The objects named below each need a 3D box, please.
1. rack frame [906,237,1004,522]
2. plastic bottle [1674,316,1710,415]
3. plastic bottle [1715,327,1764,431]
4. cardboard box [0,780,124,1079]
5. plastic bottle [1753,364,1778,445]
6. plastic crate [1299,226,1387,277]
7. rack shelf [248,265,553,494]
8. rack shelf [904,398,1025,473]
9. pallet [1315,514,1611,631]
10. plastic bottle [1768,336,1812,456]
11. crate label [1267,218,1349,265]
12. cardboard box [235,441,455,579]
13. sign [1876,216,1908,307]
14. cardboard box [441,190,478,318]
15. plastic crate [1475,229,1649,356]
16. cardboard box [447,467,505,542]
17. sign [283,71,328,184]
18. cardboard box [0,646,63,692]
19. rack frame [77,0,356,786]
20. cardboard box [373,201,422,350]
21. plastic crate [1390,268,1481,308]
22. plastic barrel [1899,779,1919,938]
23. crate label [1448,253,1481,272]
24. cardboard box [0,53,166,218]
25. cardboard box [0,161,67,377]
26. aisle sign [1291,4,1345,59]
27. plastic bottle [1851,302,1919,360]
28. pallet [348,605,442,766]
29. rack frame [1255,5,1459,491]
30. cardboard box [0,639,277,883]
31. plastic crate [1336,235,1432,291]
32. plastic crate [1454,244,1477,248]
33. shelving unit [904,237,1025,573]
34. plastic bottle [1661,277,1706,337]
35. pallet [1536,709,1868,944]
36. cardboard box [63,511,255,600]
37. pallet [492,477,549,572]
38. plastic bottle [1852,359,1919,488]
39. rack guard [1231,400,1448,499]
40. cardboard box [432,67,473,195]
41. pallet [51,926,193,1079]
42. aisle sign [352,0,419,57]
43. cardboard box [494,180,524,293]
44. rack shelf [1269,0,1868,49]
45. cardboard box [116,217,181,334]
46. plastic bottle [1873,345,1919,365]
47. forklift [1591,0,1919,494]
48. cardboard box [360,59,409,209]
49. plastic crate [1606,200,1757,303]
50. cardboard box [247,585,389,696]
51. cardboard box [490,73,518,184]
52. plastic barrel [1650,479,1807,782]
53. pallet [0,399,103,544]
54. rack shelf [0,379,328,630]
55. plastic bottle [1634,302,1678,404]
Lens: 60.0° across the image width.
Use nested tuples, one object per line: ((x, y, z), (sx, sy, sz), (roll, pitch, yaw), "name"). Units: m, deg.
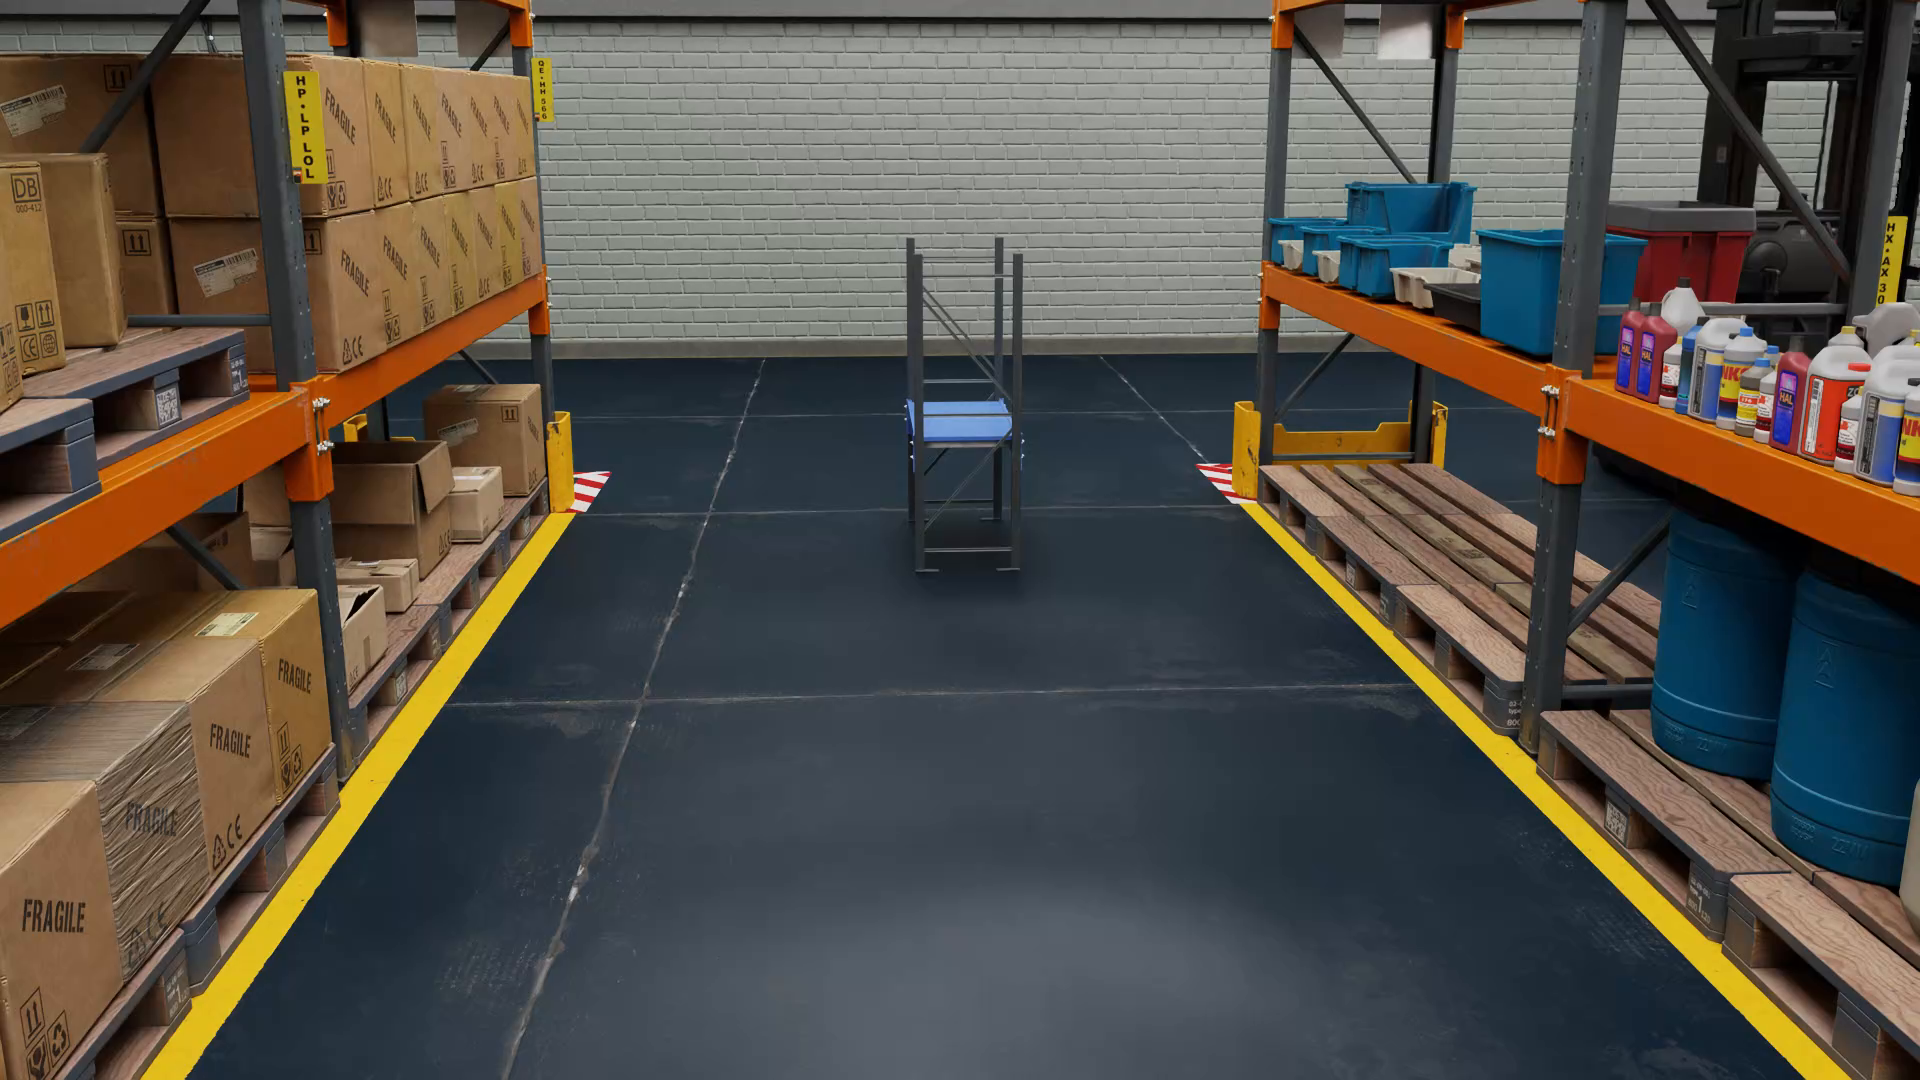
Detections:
((-0.026, -0.832, 8.748), (0.500, 1.500, 0.032), (-1, 14, -3), "rack frame")
((2.074, -0.490, 4.670), (0.097, 0.271, 0.097), (0, 14, 0), "plastic bottle")
((2.088, -0.433, 4.446), (0.097, 0.271, 0.097), (0, 14, 0), "plastic bottle")
((-2.104, 0.829, 3.417), (0.500, 0.500, 0.500), (-1, 14, -5), "cardboard box")
((2.100, -0.350, 4.267), (0.097, 0.201, 0.097), (0, 14, 0), "plastic bottle")
((1.917, -1.449, 8.353), (0.416, 0.233, 0.300), (-1, 14, -3), "plastic crate")
((-2.631, -0.810, 7.097), (1.077, 0.370, 4.000), (-1, 14, -3), "rack shelf")
((0.005, -0.531, 8.302), (0.538, 0.185, 1.000), (-1, 14, -3), "rack shelf")
((2.274, 0.128, 7.606), (1.003, 0.211, 1.213), (-1, 14, -3), "pallet")
((2.089, -0.361, 4.144), (0.061, 0.283, 0.133), (-1, 14, -3), "plastic bottle")
((1.876, -1.612, 8.989), (0.416, 0.233, 0.303), (-1, 14, -3), "crate label")
((-2.628, -0.132, 7.146), (0.797, 0.503, 0.637), (-1, 14, -3), "cardboard box")
((2.986, -0.878, 5.365), (0.100, 0.325, 0.005), (-1, 14, -3), "sign")
((-2.363, -1.218, 7.041), (0.500, 0.500, 0.500), (-1, 14, -4), "cardboard box")
((2.068, -0.868, 5.793), (0.392, 0.384, 0.575), (-1, 14, -3), "plastic crate")
((-2.446, -0.169, 7.798), (0.500, 0.250, 0.500), (-1, 14, -3), "cardboard box")
((-1.953, -1.231, 4.967), (0.100, 0.325, 0.005), (-1, 14, -3), "sign")
((-2.676, 0.593, 4.334), (0.500, 0.500, 0.500), (-1, 14, -3), "cardboard box")
((-2.507, -0.661, 5.074), (1.000, 3.000, 0.127), (-1, 14, -3), "rack frame")
((-2.301, -0.967, 6.065), (0.500, 0.500, 0.500), (-1, 14, -2), "cardboard box")
((2.029, -1.066, 7.058), (0.293, 0.136, 0.466), (-1, 14, -3), "plastic crate")
((2.443, 0.719, 3.863), (0.421, 0.512, 0.421), (0, 14, 0), "plastic barrel")
((2.466, -1.291, 7.933), (0.396, 0.136, 0.243), (-1, 14, -3), "crate label")
((-2.797, -1.315, 5.410), (0.500, 0.500, 0.500), (-1, 14, -3), "cardboard box")
((-2.595, -0.621, 3.877), (0.700, 0.500, 0.500), (1, 14, 5), "cardboard box")
((1.888, -3.003, 8.962), (0.394, 0.787, 0.004), (-1, 14, -3), "aisle sign")
((2.784, -0.583, 5.022), (0.152, 0.276, 0.135), (-1, 14, -3), "plastic bottle")
((-2.549, 0.519, 6.086), (1.003, 0.211, 1.213), (-1, 14, -3), "pallet")
((2.189, -1.731, 9.234), (1.000, 3.000, 0.127), (-1, 14, -3), "rack frame")
((-2.168, 0.578, 4.393), (0.500, 0.500, 0.500), (-1, 14, -3), "cardboard box")
((1.958, -1.285, 7.716), (0.416, 0.233, 0.300), (-1, 14, -3), "plastic crate")
((2.421, -1.432, 8.482), (0.396, 0.136, 0.243), (-1, 14, -3), "plastic crate")
((0.005, -0.705, 8.257), (0.538, 1.500, 1.048), (-1, 14, -3), "shelving unit")
((2.138, -0.610, 4.975), (0.144, 0.351, 0.185), (-1, 14, -3), "plastic bottle")
((2.443, 0.807, 4.967), (1.003, 0.211, 1.213), (-1, 14, -3), "pallet")
((-2.825, 0.200, 5.865), (0.500, 0.500, 0.500), (-1, 14, -3), "cardboard box")
((-2.700, -0.088, 8.444), (1.003, 0.211, 1.213), (-1, 14, -3), "pallet")
((2.157, -0.267, 3.794), (0.152, 0.276, 0.135), (-1, 14, -3), "plastic bottle")
((2.175, -0.526, 9.568), (1.175, 0.500, 0.348), (-1, 14, -3), "rack guard")
((-2.352, -1.699, 6.904), (0.500, 0.500, 0.500), (0, 14, -2), "cardboard box")
((-2.340, 1.196, 3.456), (1.003, 0.211, 1.213), (-1, 14, -3), "pallet")
((-3.052, -2.927, 8.665), (0.394, 0.787, 0.004), (-1, 14, -3), "aisle sign")
((-2.420, -1.468, 8.010), (0.500, 0.500, 0.500), (-1, 14, -3), "cardboard box")
((2.313, -2.338, 7.017), (1.077, 0.370, 4.000), (-1, 14, -3), "rack shelf")
((-2.794, -0.829, 5.530), (0.500, 0.500, 0.500), (-1, 14, -3), "cardboard box")
((2.295, -0.327, 4.027), (0.152, 0.276, 0.135), (-1, 14, -3), "plastic bottle")
((4.546, -1.534, 8.606), (1.130, 2.935, 3.031), (-1, 14, -4), "forklift")
((-2.288, -1.443, 5.908), (0.500, 0.500, 0.500), (-1, 14, -5), "cardboard box")
((2.632, -1.022, 6.230), (0.402, 0.464, 0.583), (-1, 14, -3), "plastic crate")
((-2.317, 0.321, 5.773), (0.500, 0.311, 0.500), (-1, 14, -3), "cardboard box")
((-2.421, -1.956, 7.902), (0.500, 0.500, 0.500), (0, 14, -2), "cardboard box")
((2.454, 0.212, 5.050), (0.600, 0.901, 0.708), (-1, 14, -3), "plastic barrel")
((-2.384, -0.056, 3.111), (1.003, 0.211, 1.213), (-1, 14, -3), "pallet")
((-2.383, 0.185, 3.231), (1.077, 0.370, 4.000), (-1, 14, -3), "rack shelf")
((2.042, -0.549, 4.873), (0.061, 0.283, 0.133), (-1, 14, -3), "plastic bottle")
